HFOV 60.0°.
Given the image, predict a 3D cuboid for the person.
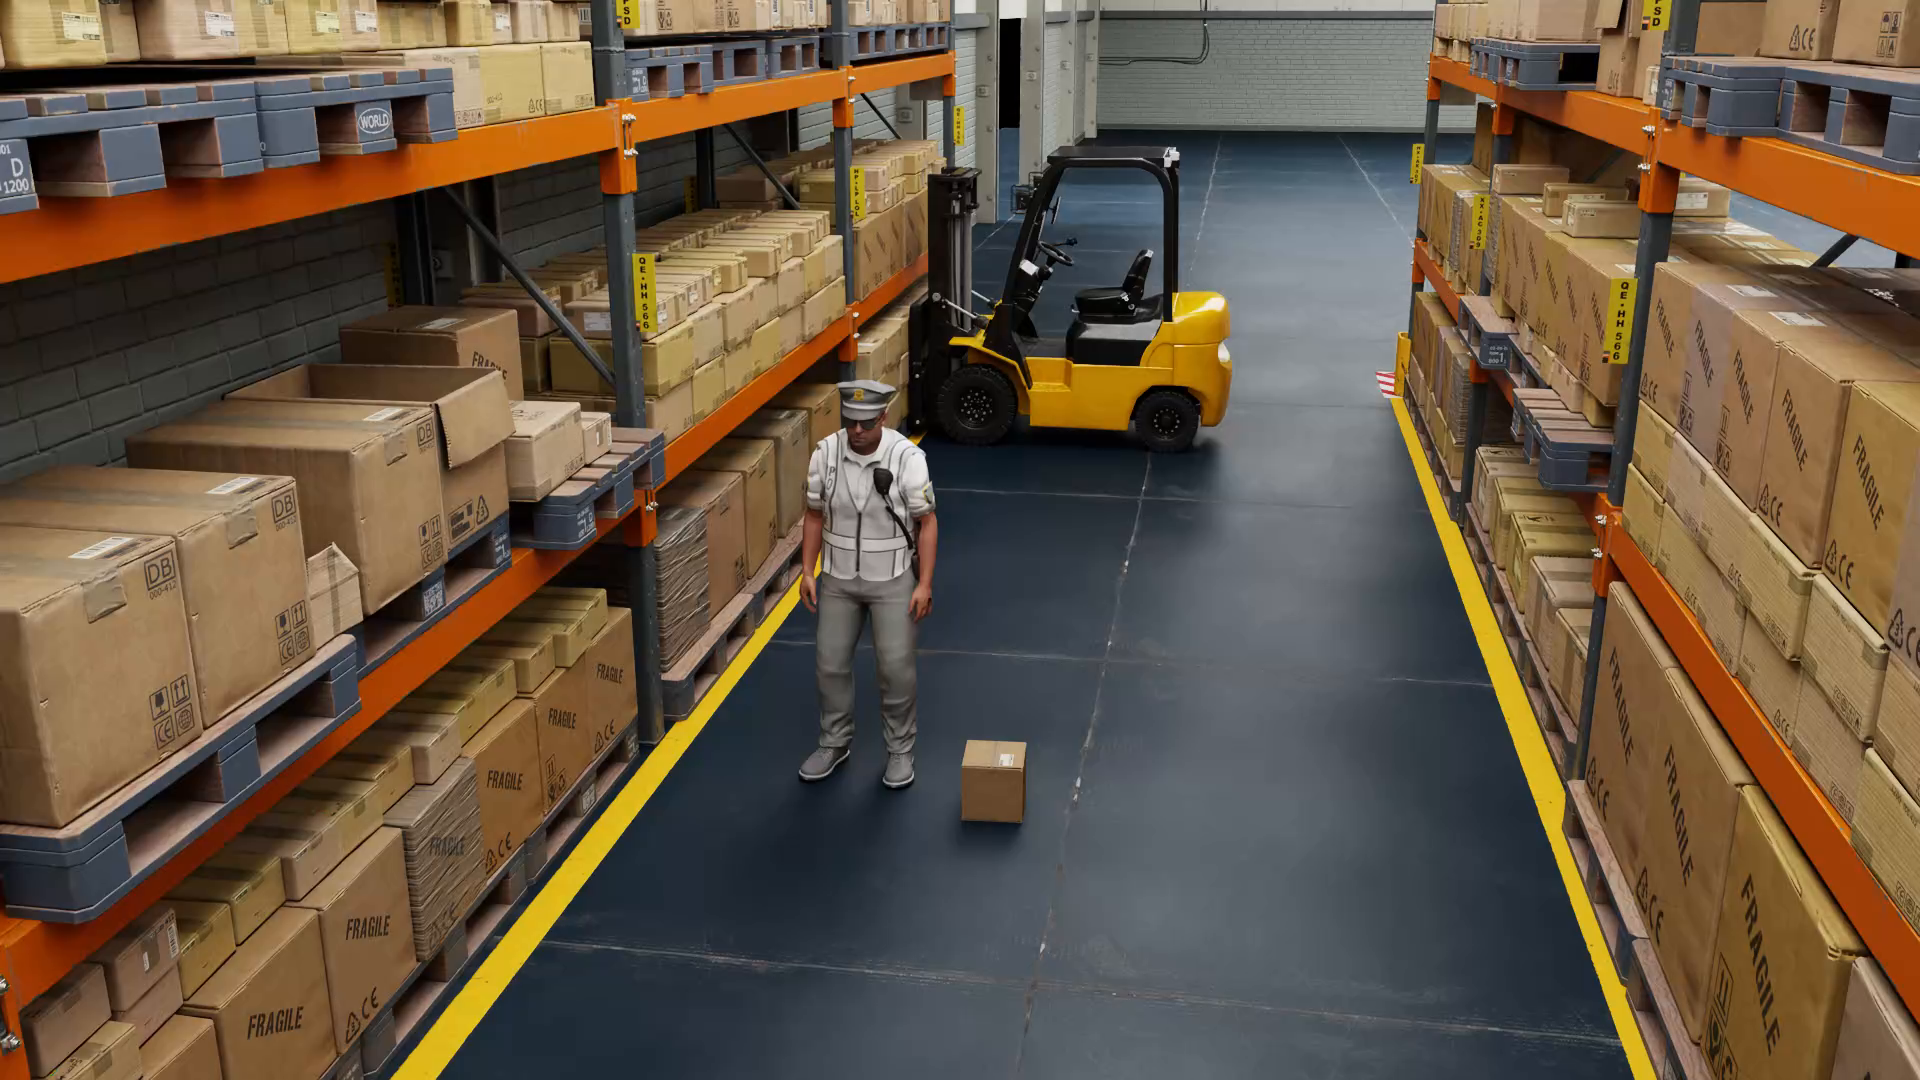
[{"bbox_3d":[-0.431,0.176,6.990,0.500,1.749,0.340,4,18,13],"label":"person"}]
